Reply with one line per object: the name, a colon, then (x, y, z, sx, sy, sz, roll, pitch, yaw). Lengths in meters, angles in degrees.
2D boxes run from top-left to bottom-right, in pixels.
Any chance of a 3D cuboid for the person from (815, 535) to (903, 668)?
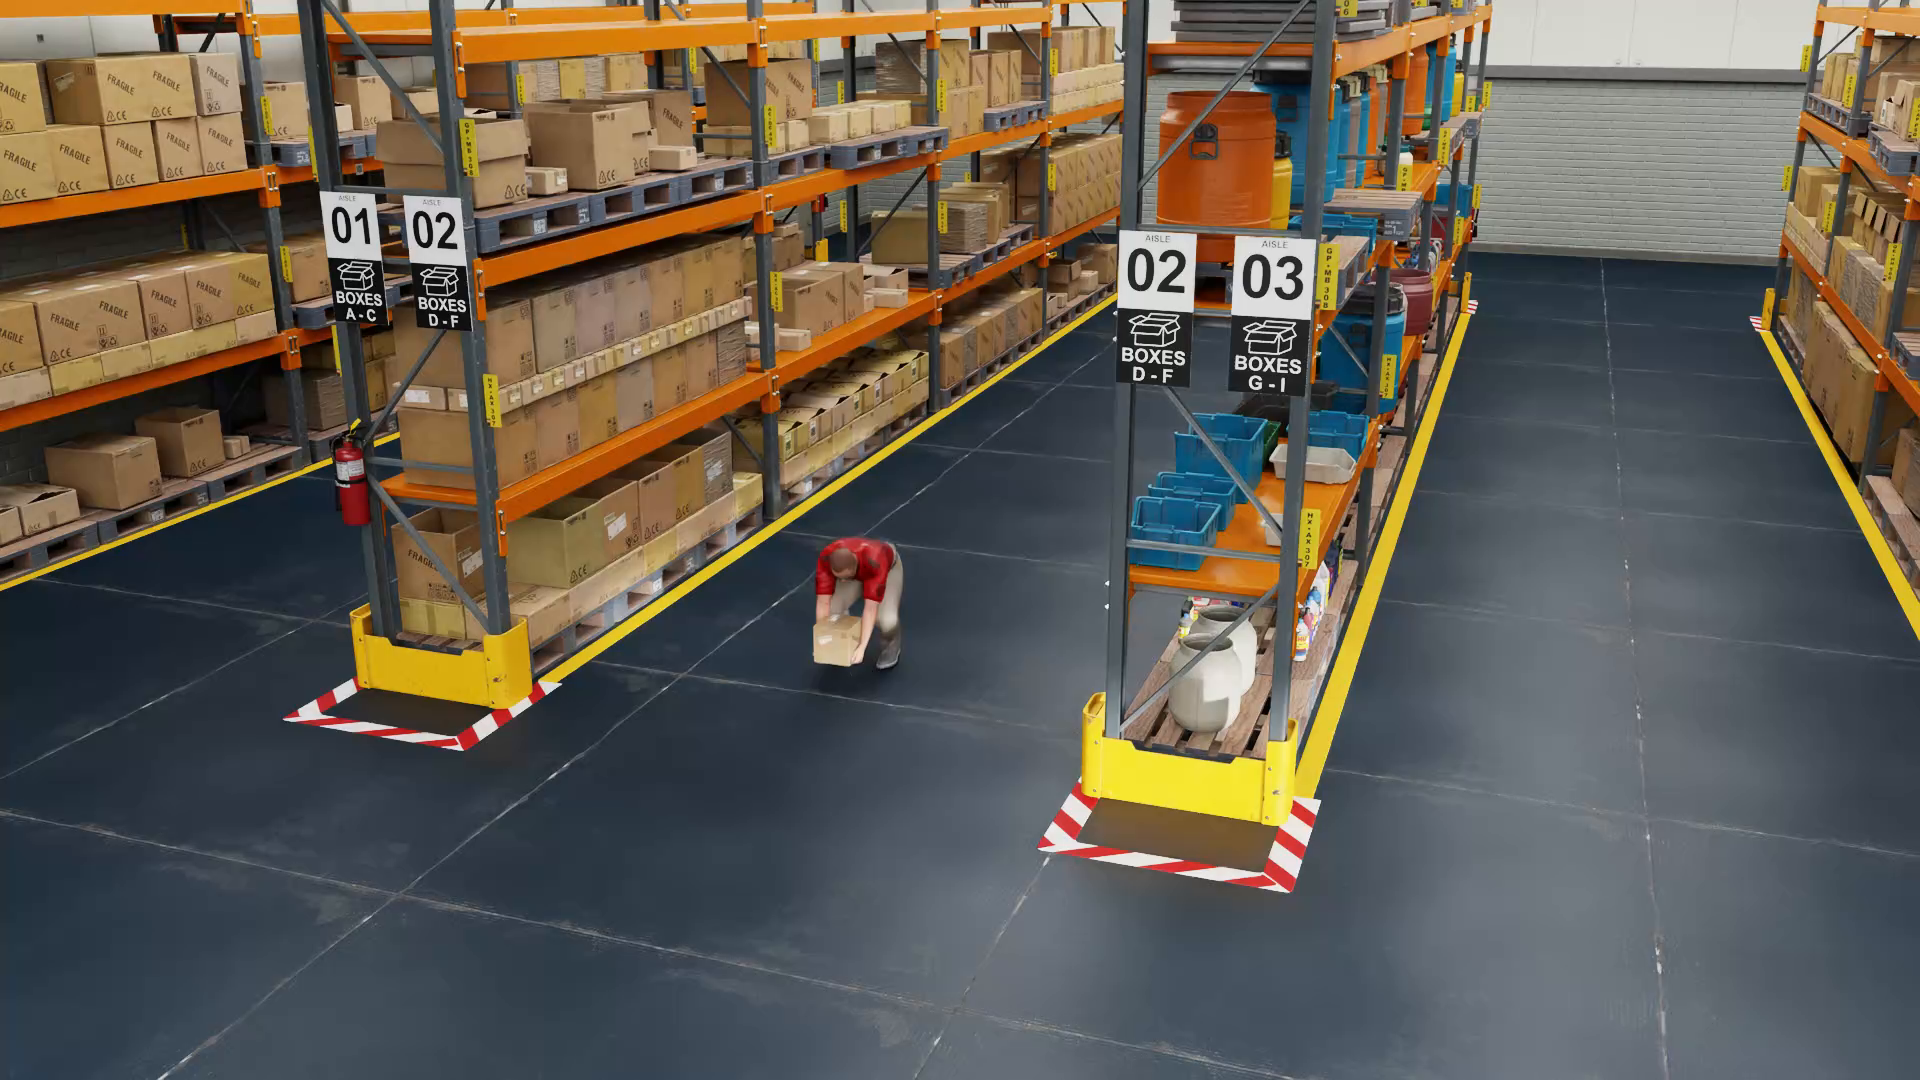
person: (-0.668, 0.398, 11.091, 0.542, 0.976, 0.920, 6, 19, 16)
